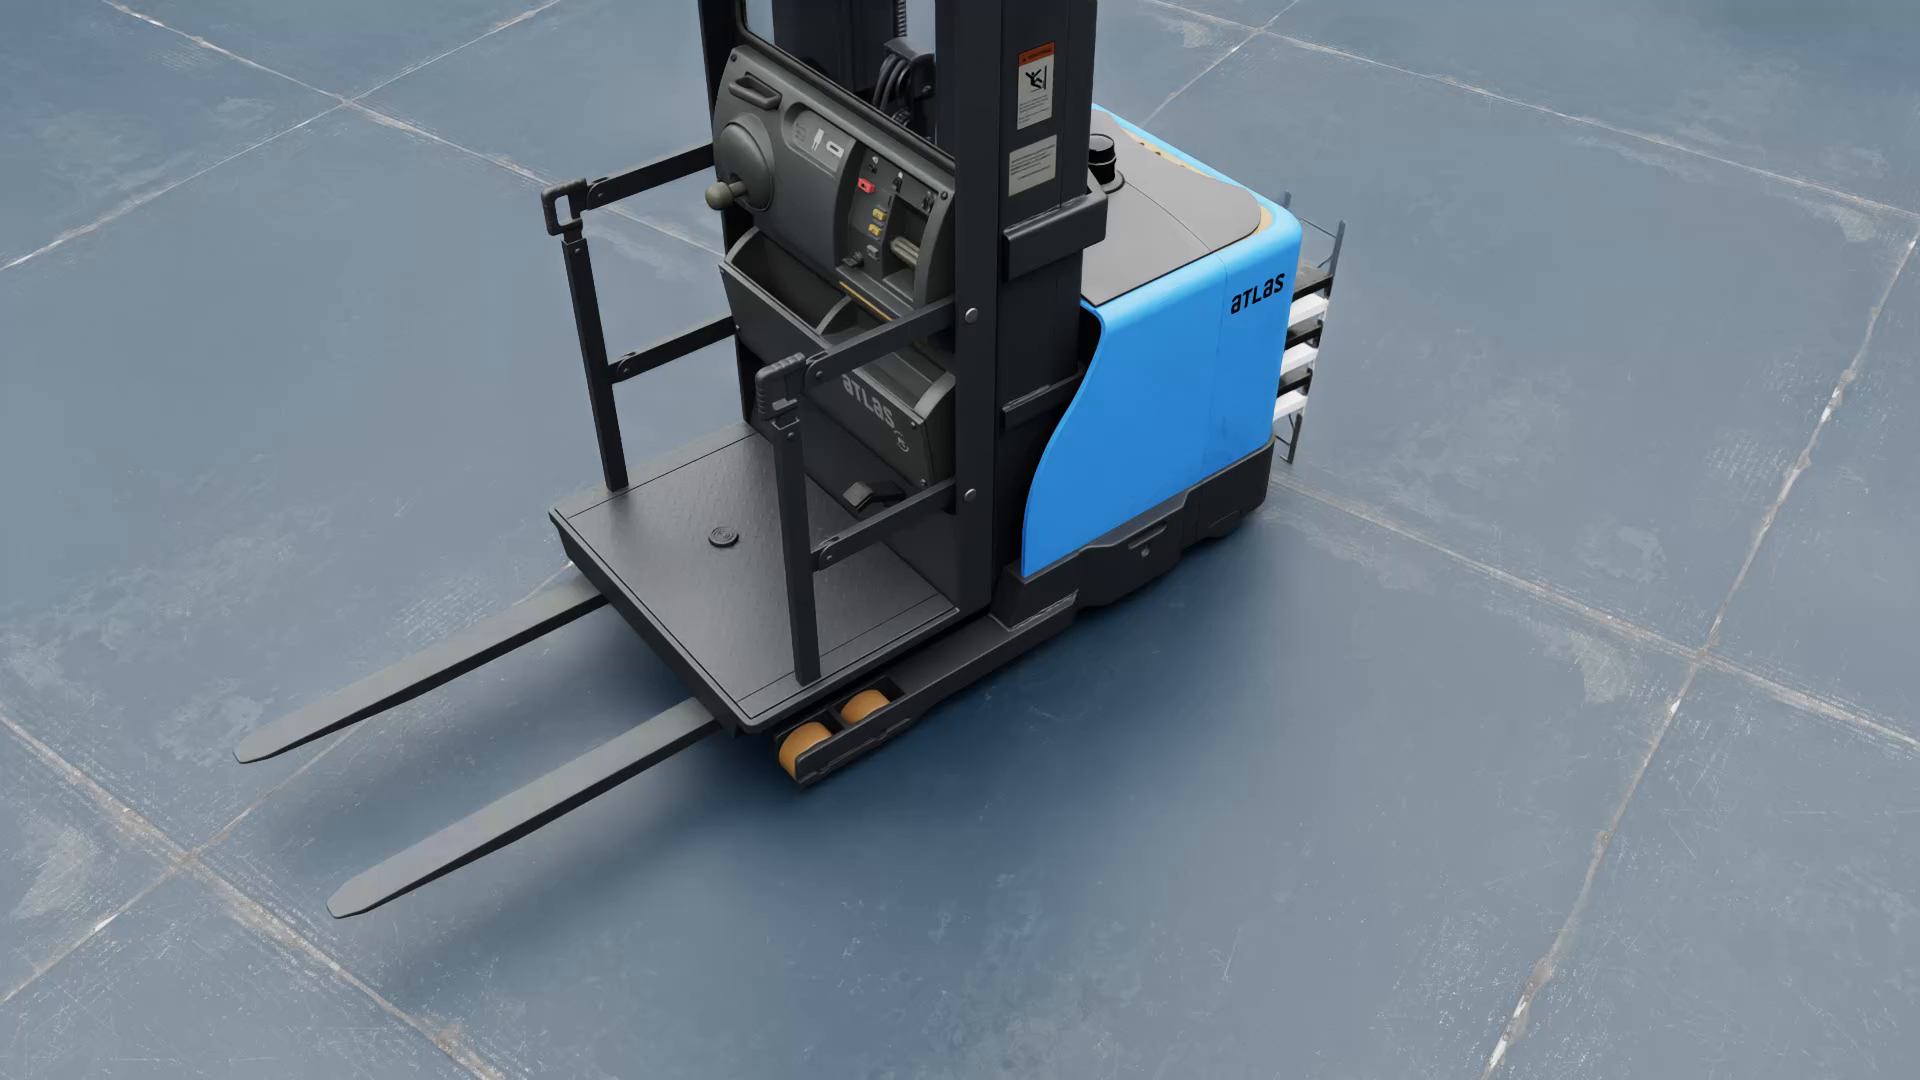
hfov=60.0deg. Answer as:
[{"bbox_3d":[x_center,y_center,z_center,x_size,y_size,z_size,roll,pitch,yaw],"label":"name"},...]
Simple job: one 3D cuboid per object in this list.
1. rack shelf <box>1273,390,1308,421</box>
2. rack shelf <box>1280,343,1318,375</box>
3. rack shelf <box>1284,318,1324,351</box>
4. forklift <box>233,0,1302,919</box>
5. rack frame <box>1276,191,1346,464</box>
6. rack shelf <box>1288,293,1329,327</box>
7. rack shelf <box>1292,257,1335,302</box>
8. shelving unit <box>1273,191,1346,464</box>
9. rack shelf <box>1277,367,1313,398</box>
[{"bbox_3d":[0.963,-0.460,5.400,0.200,0.077,0.258,-25,47,-30],"label":"rack shelf"},{"bbox_3d":[0.972,-0.599,5.285,0.200,0.077,0.258,-25,47,-30],"label":"rack shelf"},{"bbox_3d":[0.976,-0.668,5.228,0.200,0.077,0.258,-25,47,-30],"label":"rack shelf"},{"bbox_3d":[-0.492,-0.833,3.983,3.031,2.935,1.130,-28,49,-28],"label":"forklift"},{"bbox_3d":[1.053,-0.662,5.316,0.006,0.900,0.240,-25,47,-30],"label":"rack frame"},{"bbox_3d":[0.981,-0.738,5.171,0.200,0.077,0.258,-25,47,-30],"label":"rack shelf"},{"bbox_3d":[0.985,-0.807,5.114,0.200,0.077,0.258,-25,47,-30],"label":"rack shelf"},{"bbox_3d":[0.973,-0.625,5.264,0.210,0.900,0.258,-25,47,-30],"label":"shelving unit"},{"bbox_3d":[0.967,-0.530,5.343,0.200,0.077,0.258,-25,47,-30],"label":"rack shelf"}]
